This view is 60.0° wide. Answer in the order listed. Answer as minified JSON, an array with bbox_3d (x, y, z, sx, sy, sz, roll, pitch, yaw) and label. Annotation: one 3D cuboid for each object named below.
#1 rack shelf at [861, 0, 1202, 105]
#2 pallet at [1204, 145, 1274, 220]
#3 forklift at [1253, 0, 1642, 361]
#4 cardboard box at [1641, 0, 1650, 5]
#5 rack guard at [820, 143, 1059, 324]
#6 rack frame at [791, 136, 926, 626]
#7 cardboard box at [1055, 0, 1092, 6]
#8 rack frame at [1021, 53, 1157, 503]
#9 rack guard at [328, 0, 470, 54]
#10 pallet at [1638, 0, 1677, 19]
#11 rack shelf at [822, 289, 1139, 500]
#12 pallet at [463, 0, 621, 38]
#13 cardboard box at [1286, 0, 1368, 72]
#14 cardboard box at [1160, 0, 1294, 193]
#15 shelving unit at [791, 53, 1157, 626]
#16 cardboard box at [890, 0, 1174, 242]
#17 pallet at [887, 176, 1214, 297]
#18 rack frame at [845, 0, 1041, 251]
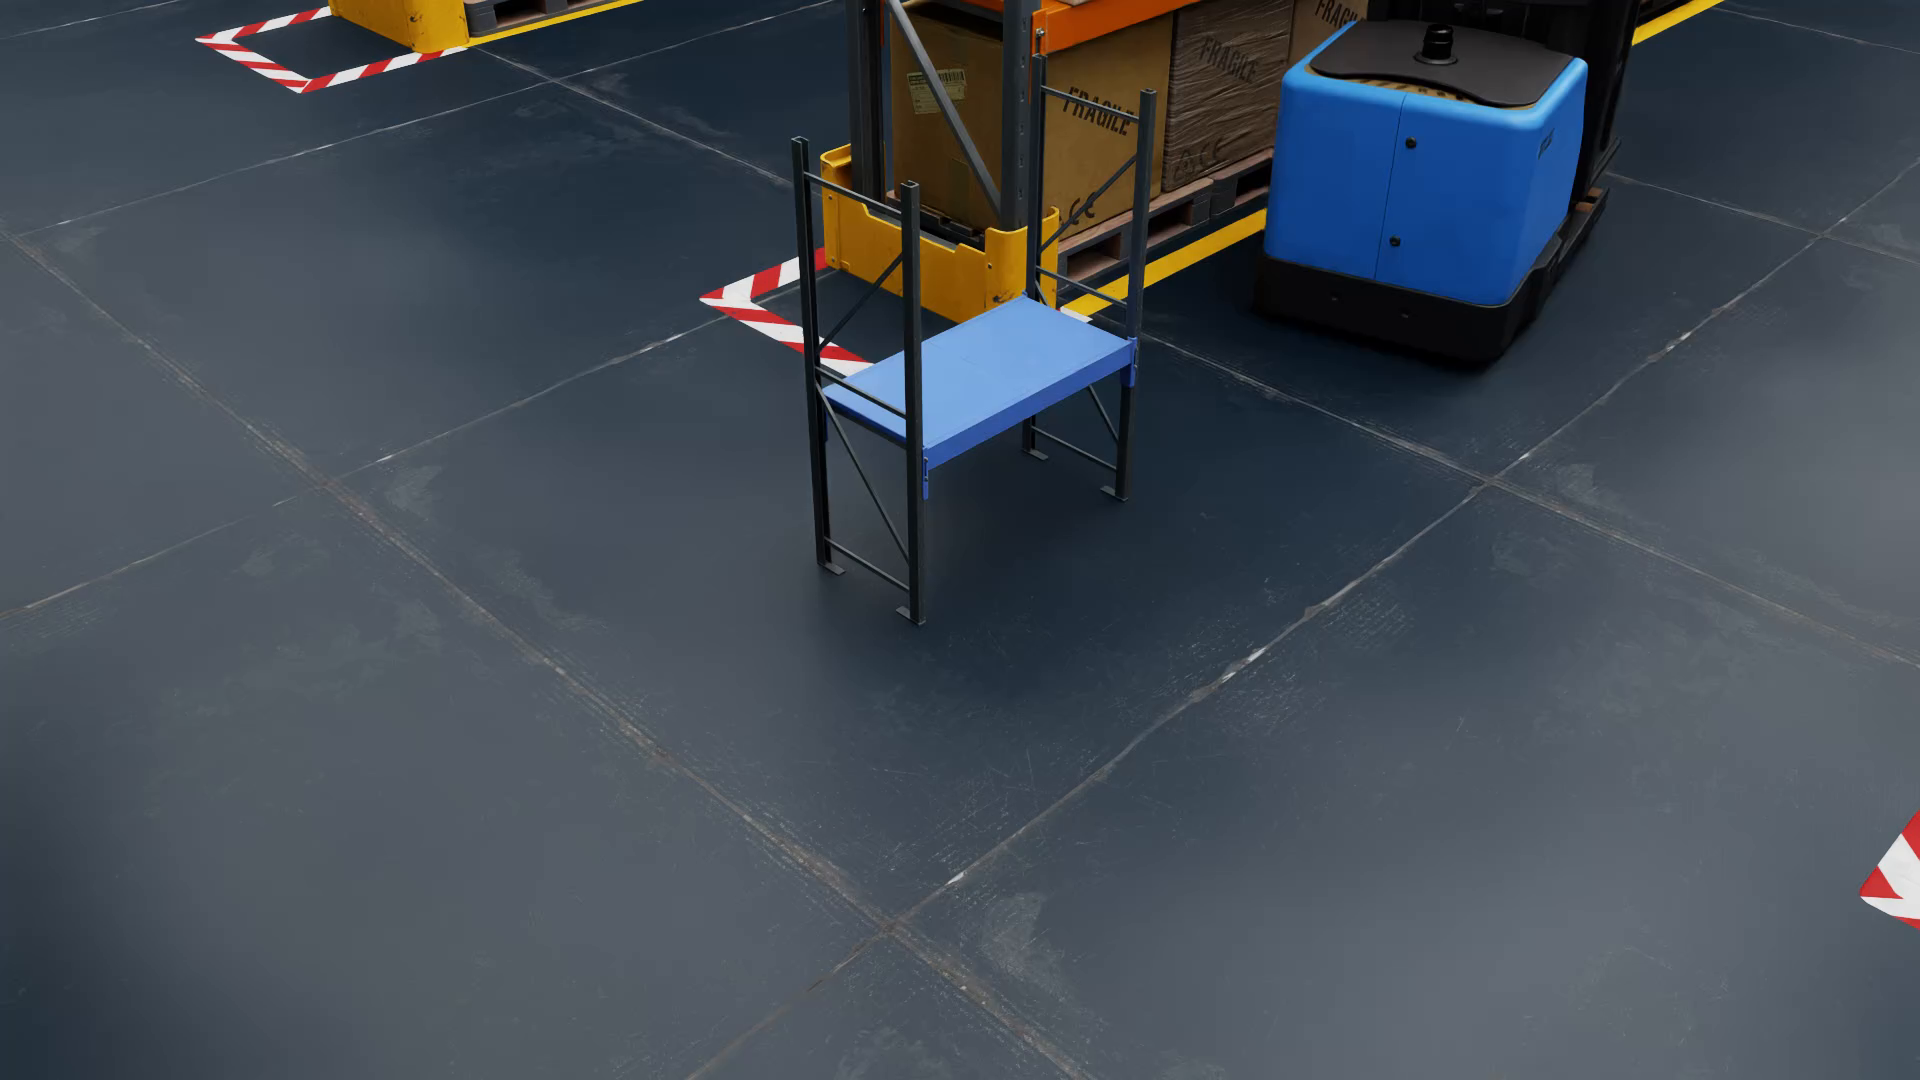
[{"bbox_3d":[1.323,-2.859,7.857,1.077,0.370,4.000,30,45,35],"label":"rack shelf"},{"bbox_3d":[1.282,-2.048,8.502,1.003,0.211,1.213,30,45,35],"label":"pallet"},{"bbox_3d":[2.425,-2.735,7.109,1.130,2.935,3.031,18,39,24],"label":"forklift"},{"bbox_3d":[3.798,-3.898,10.207,1.225,0.875,0.875,28,44,34],"label":"cardboard box"},{"bbox_3d":[-0.103,-1.307,7.188,1.175,0.500,0.348,30,45,35],"label":"rack guard"},{"bbox_3d":[-0.298,-0.443,5.075,0.500,1.500,0.032,30,45,35],"label":"rack frame"},{"bbox_3d":[0.399,-2.251,6.574,0.250,0.149,0.380,-29,44,-35],"label":"cardboard box"},{"bbox_3d":[0.418,-0.856,5.667,0.500,1.500,0.032,30,45,35],"label":"rack frame"},{"bbox_3d":[-3.481,-3.388,10.171,1.175,0.500,0.348,30,45,35],"label":"rack guard"},{"bbox_3d":[4.082,-3.664,10.819,1.003,0.211,1.213,30,45,35],"label":"pallet"},{"bbox_3d":[0.060,-0.502,5.474,0.538,0.185,1.000,30,45,35],"label":"rack shelf"},{"bbox_3d":[-2.883,-3.585,10.706,1.003,0.211,1.213,30,45,35],"label":"pallet"},{"bbox_3d":[1.577,-2.666,8.441,0.875,0.875,0.875,30,45,35],"label":"cardboard box"},{"bbox_3d":[0.950,-2.305,7.923,0.875,0.875,0.875,30,45,35],"label":"cardboard box"},{"bbox_3d":[0.060,-0.650,5.371,0.538,1.500,1.048,30,45,35],"label":"shelving unit"},{"bbox_3d":[0.308,-1.935,7.393,0.875,0.875,0.875,30,45,35],"label":"cardboard box"},{"bbox_3d":[0.422,-1.555,7.795,1.003,0.211,1.213,30,45,35],"label":"pallet"},{"bbox_3d":[-0.086,-2.343,6.487,1.000,3.000,0.127,30,45,35],"label":"rack frame"}]
